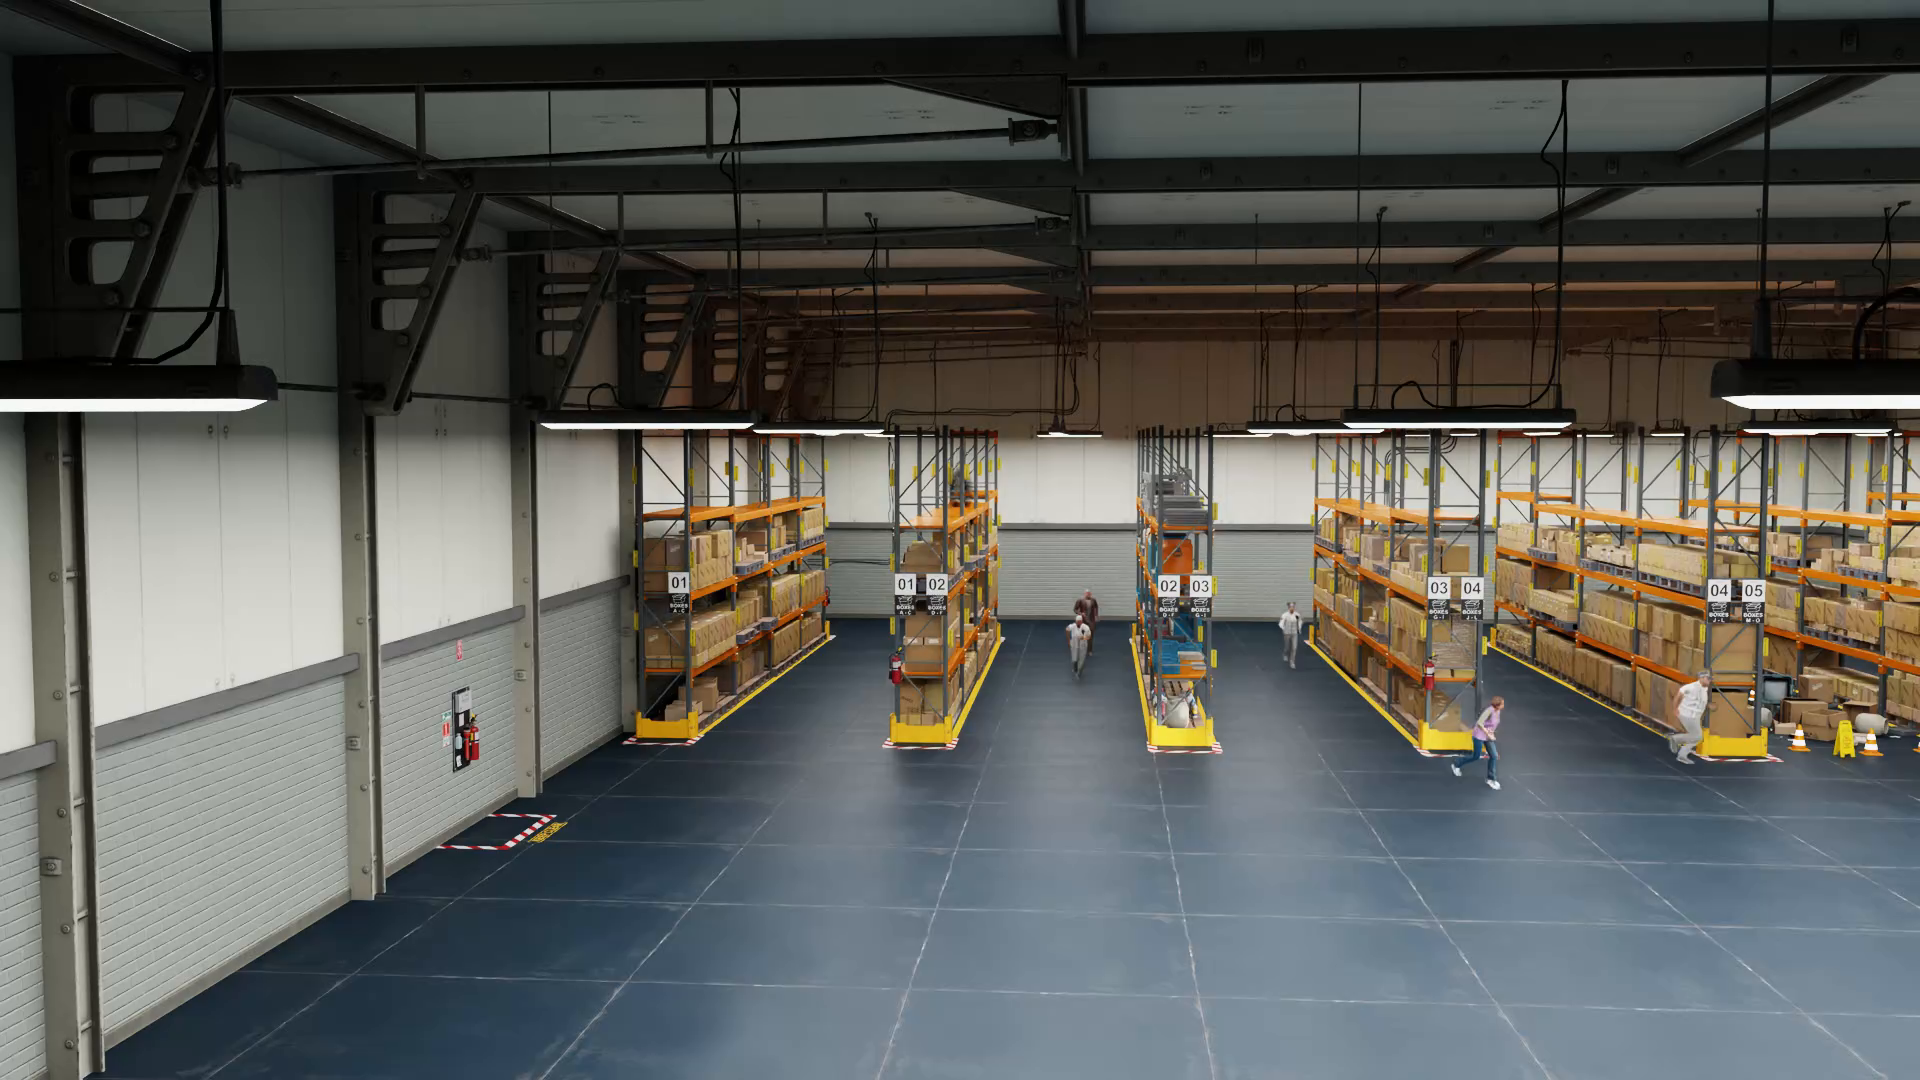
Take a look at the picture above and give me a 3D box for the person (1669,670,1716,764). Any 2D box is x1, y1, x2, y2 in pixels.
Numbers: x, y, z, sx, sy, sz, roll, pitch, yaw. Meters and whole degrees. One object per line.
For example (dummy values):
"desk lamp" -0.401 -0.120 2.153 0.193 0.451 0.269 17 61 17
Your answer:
"person" 12.976 3.120 29.429 0.749 1.701 0.653 3 5 44

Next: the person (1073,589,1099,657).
"person" 3.365 2.185 44.227 0.713 1.776 0.954 0 3 -7

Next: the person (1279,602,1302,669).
"person" 8.351 2.369 41.980 0.606 1.672 0.840 0 3 1

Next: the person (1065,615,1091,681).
"person" 2.798 2.565 39.399 0.591 1.590 0.718 0 3 2

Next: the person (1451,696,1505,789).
"person" 8.588 3.319 27.587 0.912 1.547 0.569 3 4 40
